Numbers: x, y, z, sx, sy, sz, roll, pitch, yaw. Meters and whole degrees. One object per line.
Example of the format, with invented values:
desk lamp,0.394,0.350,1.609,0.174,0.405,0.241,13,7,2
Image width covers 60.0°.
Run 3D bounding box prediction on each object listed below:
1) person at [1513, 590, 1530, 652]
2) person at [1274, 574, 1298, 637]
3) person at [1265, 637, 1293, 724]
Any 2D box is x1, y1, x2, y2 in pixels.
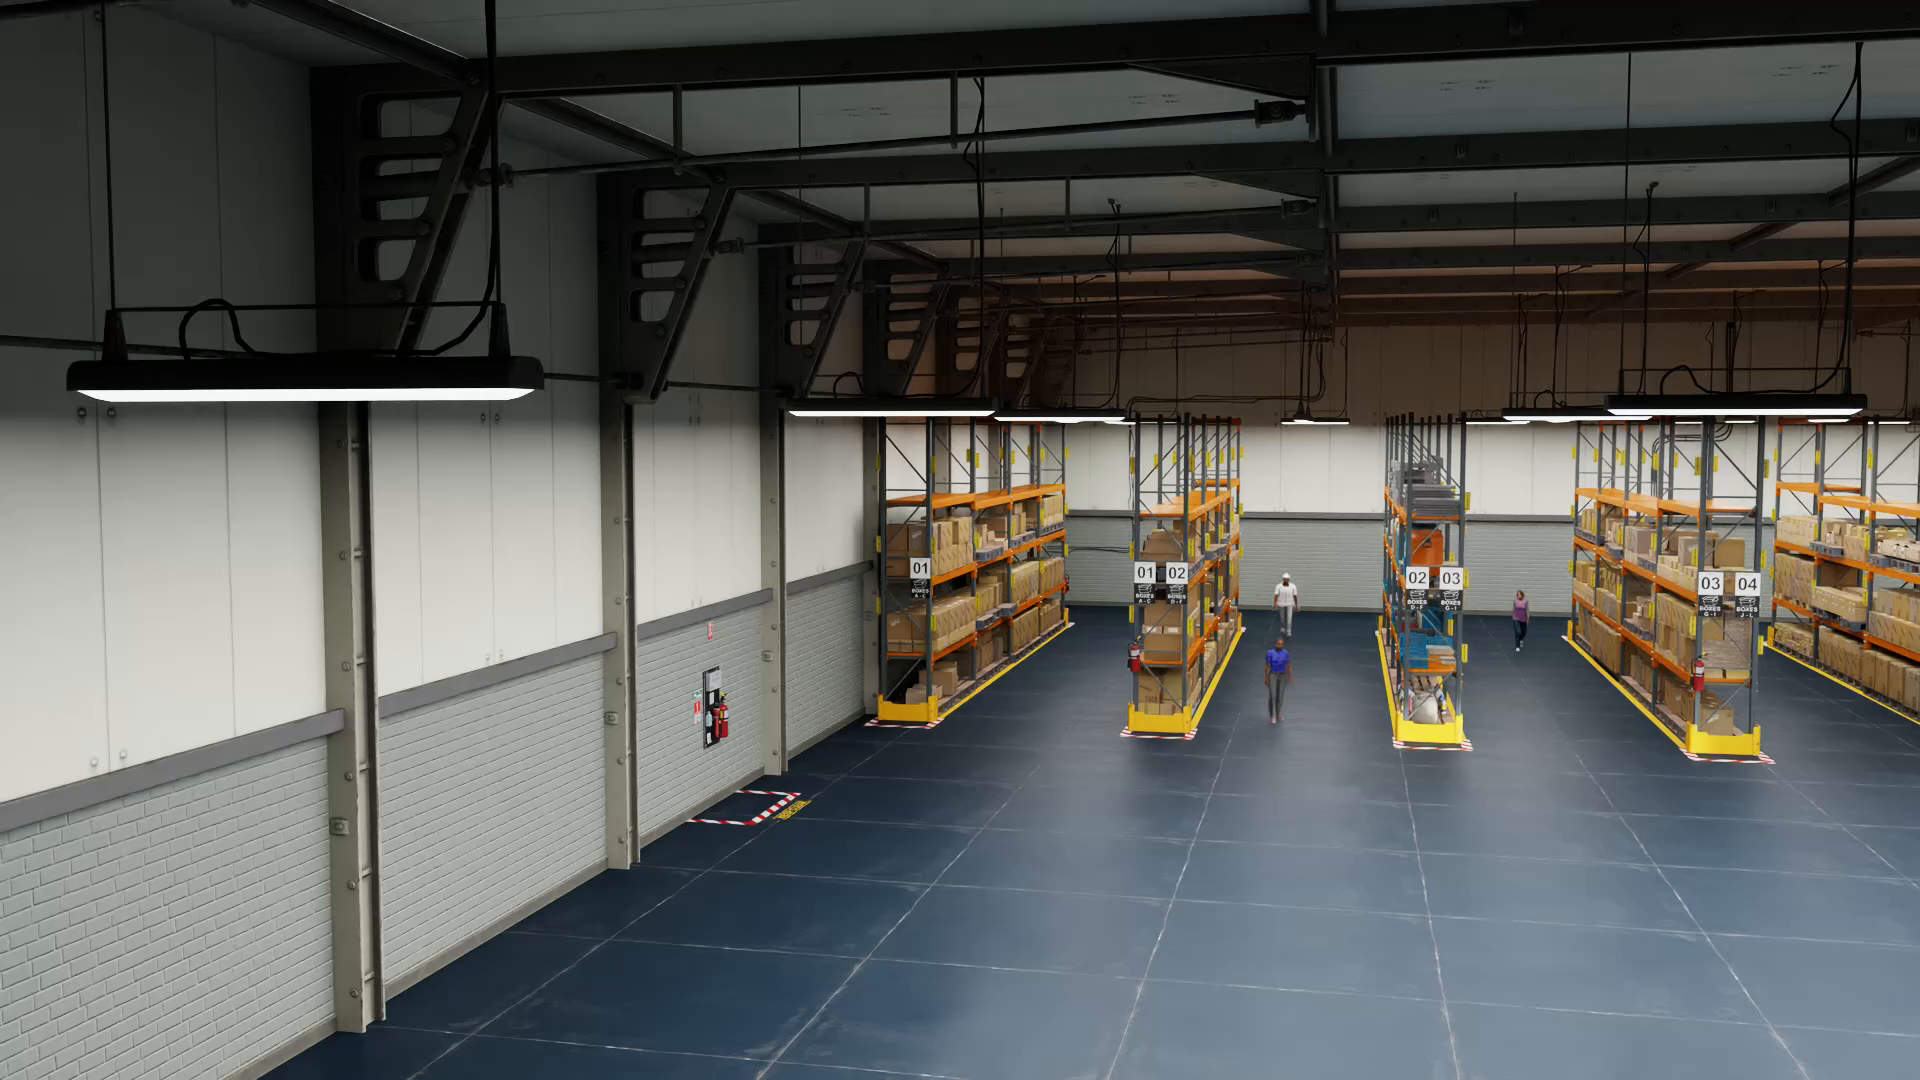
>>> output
person,14.354,2.049,42.568,0.416,1.563,0.768,1,4,11
person,8.938,1.776,45.617,0.656,1.714,1.093,1,4,10
person,6.192,2.731,32.345,0.498,1.725,0.477,-1,4,-8
